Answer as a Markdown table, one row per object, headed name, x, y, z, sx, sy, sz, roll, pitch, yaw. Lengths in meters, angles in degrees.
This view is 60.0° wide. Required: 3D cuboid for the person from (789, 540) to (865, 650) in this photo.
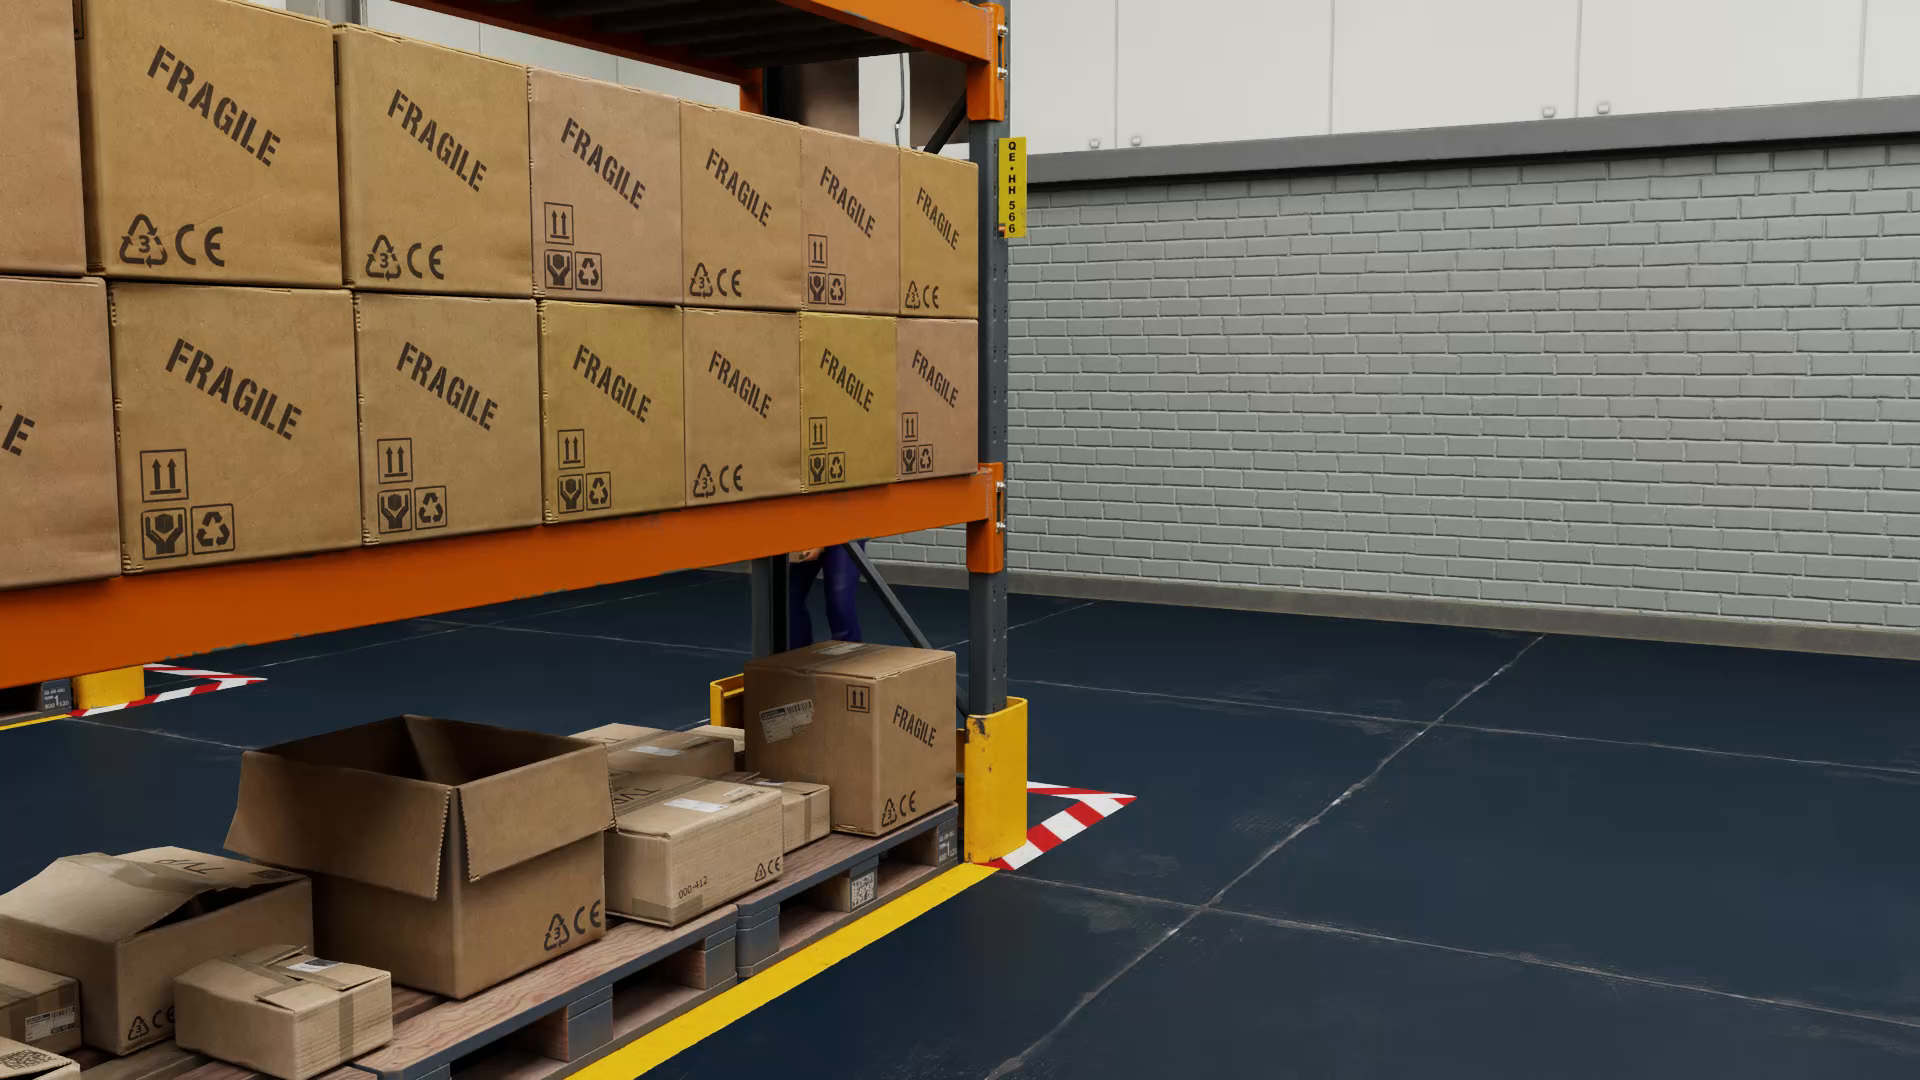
| name | x | y | z | sx | sy | sz | roll | pitch | yaw |
| --- | --- | --- | --- | --- | --- | --- | --- | --- | --- |
| person | -0.722 | 0.003 | 8.210 | 0.434 | 1.596 | 0.567 | 3 | 7 | 28 |
